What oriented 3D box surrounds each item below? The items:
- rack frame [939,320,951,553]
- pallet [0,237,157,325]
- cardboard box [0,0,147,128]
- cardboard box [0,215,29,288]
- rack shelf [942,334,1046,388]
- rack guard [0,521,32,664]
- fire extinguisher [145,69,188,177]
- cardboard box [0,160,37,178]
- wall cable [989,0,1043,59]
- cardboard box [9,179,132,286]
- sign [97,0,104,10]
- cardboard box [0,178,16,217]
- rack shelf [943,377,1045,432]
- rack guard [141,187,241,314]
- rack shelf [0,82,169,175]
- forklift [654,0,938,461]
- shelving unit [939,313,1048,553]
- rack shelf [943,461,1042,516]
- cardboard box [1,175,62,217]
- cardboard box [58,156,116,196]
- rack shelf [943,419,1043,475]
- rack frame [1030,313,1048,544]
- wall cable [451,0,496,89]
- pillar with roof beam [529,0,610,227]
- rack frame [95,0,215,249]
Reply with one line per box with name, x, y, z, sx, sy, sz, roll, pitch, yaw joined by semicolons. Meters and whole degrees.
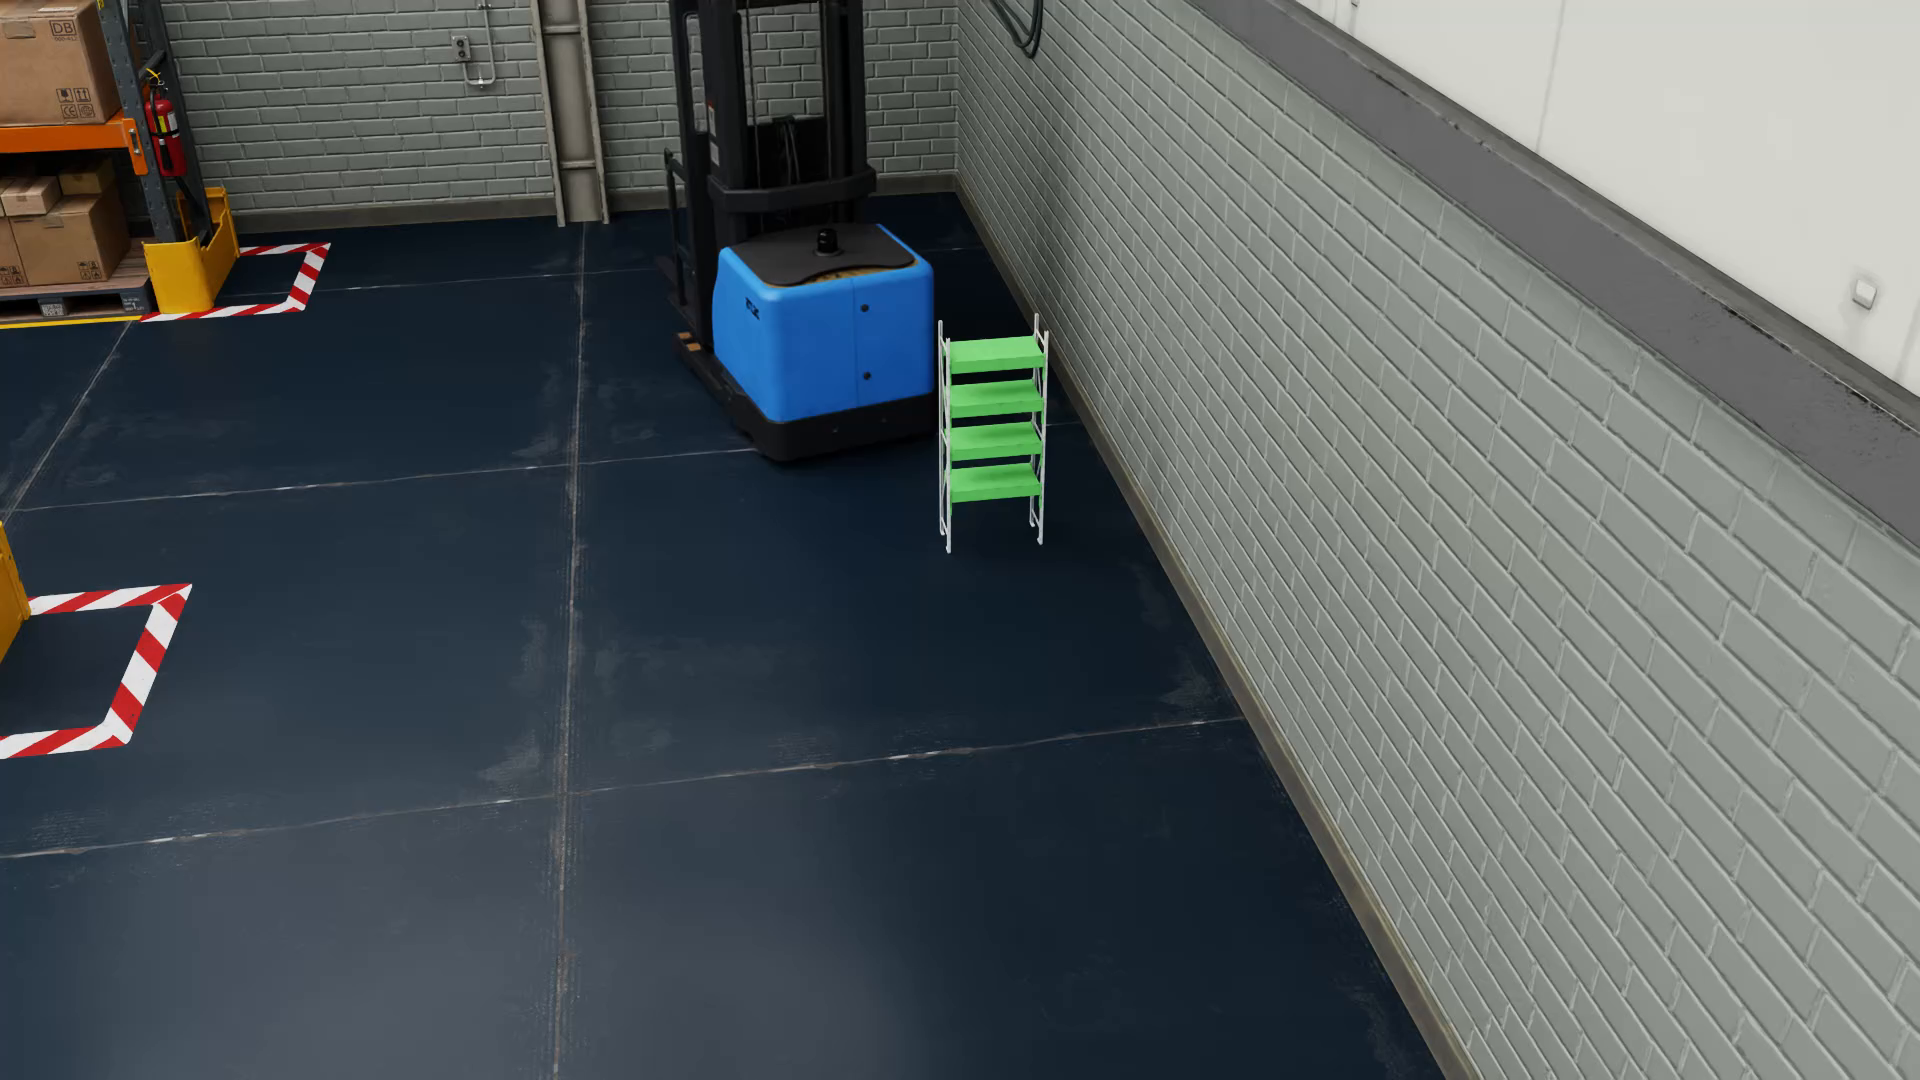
rack frame;-0.077;-0.510;8.434;0.015;1.200;0.240;-5;31;-9
pallet;-6.216;-1.822;11.640;1.213;0.211;1.003;-5;31;-9
cardboard box;-5.944;-3.213;10.960;0.700;0.700;0.980;-4;31;-7
cardboard box;-6.606;-2.080;11.379;0.500;0.500;0.700;-5;31;-9
rack shelf;0.163;-0.891;8.261;0.480;0.148;0.258;-5;31;-9
rack guard;-4.623;0.418;7.545;0.348;0.500;1.175;-5;31;-9
fire extinguisher;-5.212;-2.725;10.870;0.183;0.674;0.296;-5;31;-9
cardboard box;-6.526;-2.469;11.402;0.250;0.149;0.380;-5;31;-9
wall cable;0.184;-4.721;10.965;0.112;2.526;3.097;-5;31;-9
cardboard box;-6.114;-2.125;11.457;0.500;0.500;0.700;-5;31;-9
sign;-5.360;-3.465;10.308;0.005;0.325;0.100;-5;31;-9
cardboard box;-6.459;-2.279;11.078;0.250;0.149;0.380;-5;31;-8
rack shelf;0.163;-0.684;8.382;0.480;0.148;0.258;-5;31;-9
rack guard;-5.420;-2.060;11.761;0.348;0.500;1.175;-5;31;-9
rack shelf;-7.411;-2.643;10.995;4.000;0.370;1.077;-5;31;-9
forklift;-1.208;-2.436;10.001;1.130;2.935;3.031;-13;33;-21
shelving unit;0.163;-0.532;8.472;0.503;1.200;0.258;-5;31;-9
rack shelf;0.163;-0.270;8.626;0.480;0.148;0.258;-5;31;-9
cardboard box;-6.208;-2.302;11.118;0.250;0.149;0.380;-6;31;-10
cardboard box;-6.027;-2.516;11.482;0.250;0.149;0.380;-5;31;-9
rack shelf;0.163;-0.477;8.504;0.480;0.148;0.258;-5;31;-9
rack frame;0.403;-0.555;8.509;0.015;1.200;0.240;-5;31;-9
wall cable;-4.355;-4.162;11.867;1.851;1.984;0.084;-5;31;-9
pillar with roof beam;-2.168;-4.253;7.105;0.400;9.000;9.100;-5;31;-9
rack frame;-5.444;-3.136;11.123;0.127;3.000;1.000;-5;31;-9
